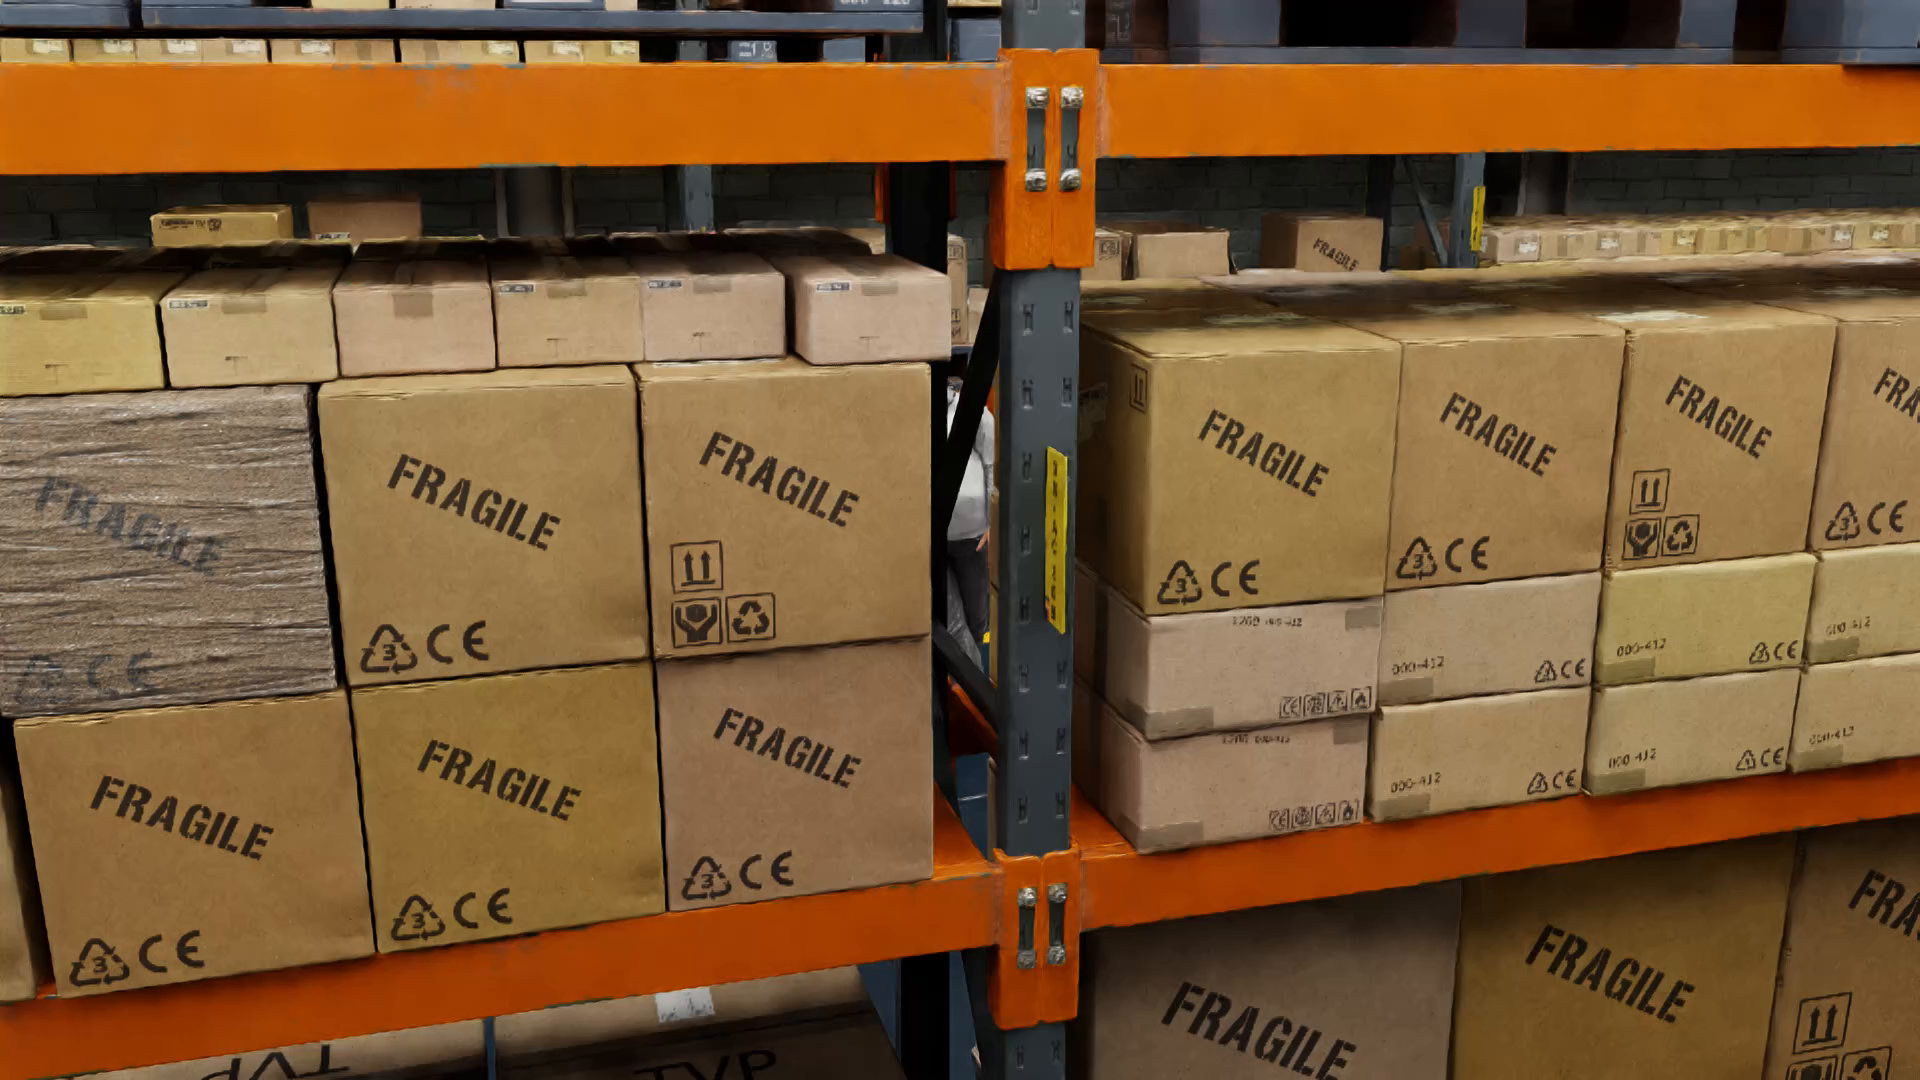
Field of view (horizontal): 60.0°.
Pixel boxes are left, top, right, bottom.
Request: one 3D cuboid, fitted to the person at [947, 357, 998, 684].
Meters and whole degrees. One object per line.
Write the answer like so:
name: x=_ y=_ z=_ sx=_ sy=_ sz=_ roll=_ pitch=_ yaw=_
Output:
person: x=-0.066 y=-0.031 z=7.155 sx=0.573 sy=1.732 sz=0.681 roll=1 pitch=16 yaw=5
